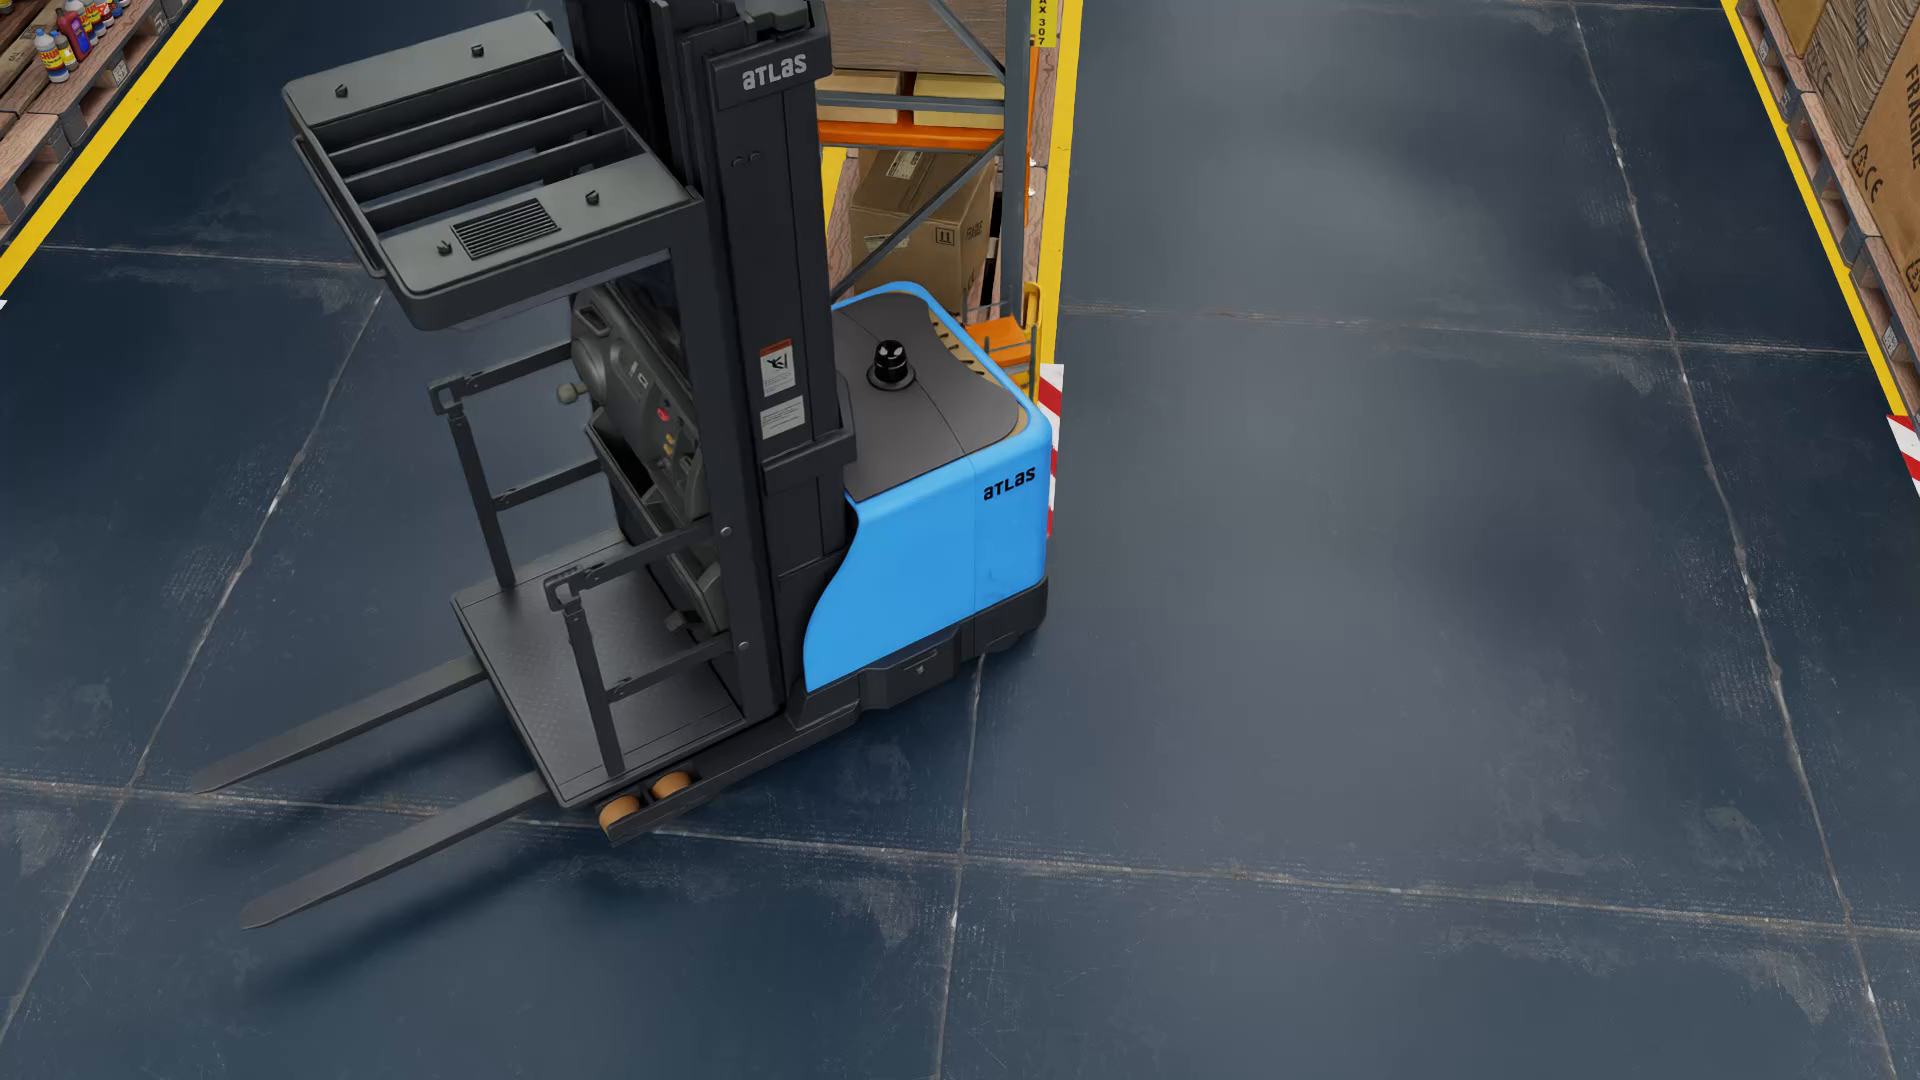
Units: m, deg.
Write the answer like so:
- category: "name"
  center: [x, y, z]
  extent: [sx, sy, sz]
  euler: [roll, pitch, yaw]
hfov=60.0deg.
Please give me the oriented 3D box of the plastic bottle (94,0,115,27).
- category: "plastic bottle"
  center: [-4.652, -2.883, 8.978]
  extent: [0.097, 0.201, 0.097]
  euler: [0, 48, 0]

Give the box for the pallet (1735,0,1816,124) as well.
- category: "pallet"
  center: [4.903, -2.673, 9.078]
  extent: [1.003, 0.211, 1.213]
  euler: [4, 48, 4]

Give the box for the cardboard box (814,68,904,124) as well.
- category: "cardboard box"
  center: [-0.424, -1.775, 6.537]
  extent: [0.380, 0.149, 0.250]
  euler: [4, 48, 4]

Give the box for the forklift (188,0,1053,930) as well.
- category: "forklift"
  center: [-1.190, -0.386, 5.143]
  extent: [3.031, 2.935, 1.130]
  euler: [-24, 52, -21]

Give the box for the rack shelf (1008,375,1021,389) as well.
- category: "rack shelf"
  center: [0.144, -0.483, 6.520]
  extent: [0.215, 0.259, 0.240]
  euler: [-14, 49, -13]

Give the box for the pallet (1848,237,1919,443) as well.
- category: "pallet"
  center: [4.680, -0.880, 7.438]
  extent: [1.003, 0.211, 1.213]
  euler: [4, 48, 4]

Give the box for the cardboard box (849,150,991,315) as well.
- category: "cardboard box"
  center: [-0.171, -1.392, 7.426]
  extent: [0.500, 0.500, 0.500]
  euler: [12, 49, 11]

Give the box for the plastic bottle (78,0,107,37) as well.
- category: "plastic bottle"
  center: [-4.661, -2.834, 8.886]
  extent: [0.097, 0.271, 0.097]
  euler: [0, 48, 0]

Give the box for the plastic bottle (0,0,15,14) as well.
- category: "plastic bottle"
  center: [-5.248, -2.984, 9.071]
  extent: [0.097, 0.201, 0.097]
  euler: [0, 48, 0]

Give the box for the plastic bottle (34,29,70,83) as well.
- category: "plastic bottle"
  center: [-4.702, -2.509, 8.588]
  extent: [0.097, 0.271, 0.097]
  euler: [0, 48, 0]

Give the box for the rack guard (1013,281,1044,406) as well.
- category: "rack guard"
  center: [-0.238, -0.849, 7.213]
  extent: [1.175, 0.500, 0.348]
  euler: [4, 48, 4]

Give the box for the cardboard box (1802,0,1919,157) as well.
- category: "cardboard box"
  center: [4.844, -2.473, 8.160]
  extent: [0.875, 0.875, 0.875]
  euler: [4, 48, 4]

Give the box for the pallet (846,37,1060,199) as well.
- category: "pallet"
  center: [-0.015, -2.240, 8.682]
  extent: [1.003, 0.211, 1.213]
  euler: [4, 48, 4]

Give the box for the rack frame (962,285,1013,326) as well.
- category: "rack frame"
  center: [0.104, -0.575, 6.590]
  extent: [0.200, 1.050, 0.008]
  euler: [-14, 49, -13]

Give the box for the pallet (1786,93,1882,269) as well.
- category: "pallet"
  center: [4.794, -1.774, 8.256]
  extent: [1.003, 0.211, 1.213]
  euler: [4, 48, 4]

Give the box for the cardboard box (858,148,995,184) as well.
- category: "cardboard box"
  center: [-0.151, -1.834, 7.830]
  extent: [0.500, 0.500, 0.500]
  euler: [15, 49, 14]

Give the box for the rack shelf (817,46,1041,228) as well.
- category: "rack shelf"
  center: [-0.063, -2.863, 7.850]
  extent: [1.077, 0.370, 4.000]
  euler: [4, 48, 4]

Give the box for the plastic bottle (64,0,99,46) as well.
- category: "plastic bottle"
  center: [-4.670, -2.760, 8.819]
  extent: [0.097, 0.271, 0.097]
  euler: [0, 48, 0]

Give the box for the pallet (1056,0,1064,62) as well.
- category: "pallet"
  center: [0.094, -3.139, 9.504]
  extent: [1.003, 0.211, 1.213]
  euler: [4, 48, 4]

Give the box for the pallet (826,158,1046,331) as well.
- category: "pallet"
  center: [-0.129, -1.346, 7.864]
  extent: [1.003, 0.211, 1.213]
  euler: [4, 48, 4]

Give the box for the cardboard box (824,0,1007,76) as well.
- category: "cardboard box"
  center: [-0.167, -2.173, 6.461]
  extent: [0.875, 0.500, 0.500]
  euler: [4, 48, 4]

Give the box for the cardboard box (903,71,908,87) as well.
- category: "cardboard box"
  center: [-0.401, -1.959, 6.705]
  extent: [0.380, 0.149, 0.250]
  euler: [4, 48, 4]

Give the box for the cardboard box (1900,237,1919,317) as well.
- category: "cardboard box"
  center: [4.681, -1.156, 6.956]
  extent: [0.875, 0.875, 0.875]
  euler: [4, 48, 4]

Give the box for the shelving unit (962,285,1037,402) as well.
- category: "shelving unit"
  center: [0.144, -0.490, 6.512]
  extent: [0.215, 1.050, 0.252]
  euler: [-14, 49, -13]

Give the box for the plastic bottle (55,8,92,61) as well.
- category: "plastic bottle"
  center: [-4.663, -2.678, 8.735]
  extent: [0.061, 0.283, 0.133]
  euler: [5, 48, 4]

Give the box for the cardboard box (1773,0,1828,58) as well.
- category: "cardboard box"
  center: [4.923, -3.135, 8.766]
  extent: [0.875, 0.875, 0.875]
  euler: [5, 48, 4]

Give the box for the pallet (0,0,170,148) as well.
- category: "pallet"
  center: [-5.024, -2.578, 8.991]
  extent: [1.003, 0.211, 1.213]
  euler: [4, 48, 4]

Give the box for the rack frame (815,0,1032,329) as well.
- category: "rack frame"
  center: [-0.245, -1.637, 6.240]
  extent: [1.000, 3.000, 0.127]
  euler: [4, 48, 4]

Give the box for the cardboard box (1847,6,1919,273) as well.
- category: "cardboard box"
  center: [4.759, -1.803, 7.547]
  extent: [0.875, 0.875, 0.875]
  euler: [3, 48, 3]

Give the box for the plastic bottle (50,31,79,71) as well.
- category: "plastic bottle"
  center: [-4.692, -2.561, 8.684]
  extent: [0.097, 0.201, 0.097]
  euler: [0, 48, 0]

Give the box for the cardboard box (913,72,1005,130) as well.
- category: "cardboard box"
  center: [0.019, -1.745, 6.510]
  extent: [0.380, 0.149, 0.250]
  euler: [4, 48, 4]

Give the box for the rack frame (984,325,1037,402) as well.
- category: "rack frame"
  center: [0.184, -0.405, 6.435]
  extent: [0.200, 1.050, 0.008]
  euler: [-14, 49, -13]

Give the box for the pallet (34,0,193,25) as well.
- category: "pallet"
  center: [-4.915, -3.477, 9.813]
  extent: [1.003, 0.211, 1.213]
  euler: [4, 48, 4]

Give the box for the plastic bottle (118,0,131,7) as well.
- category: "plastic bottle"
  center: [-4.633, -3.034, 9.117]
  extent: [0.097, 0.201, 0.097]
  euler: [0, 48, 0]

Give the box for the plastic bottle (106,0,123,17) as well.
- category: "plastic bottle"
  center: [-4.643, -2.983, 9.022]
  extent: [0.097, 0.271, 0.097]
  euler: [0, 48, 0]

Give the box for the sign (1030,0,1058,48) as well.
- category: "sign"
  center: [0.296, -1.892, 5.887]
  extent: [0.100, 0.325, 0.005]
  euler: [4, 48, 4]

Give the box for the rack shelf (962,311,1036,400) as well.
- category: "rack shelf"
  center: [0.144, -0.674, 6.311]
  extent: [0.215, 0.259, 0.240]
  euler: [-14, 49, -13]

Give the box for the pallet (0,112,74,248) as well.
- category: "pallet"
  center: [-5.138, -1.684, 8.173]
  extent: [1.003, 0.211, 1.213]
  euler: [4, 48, 4]
